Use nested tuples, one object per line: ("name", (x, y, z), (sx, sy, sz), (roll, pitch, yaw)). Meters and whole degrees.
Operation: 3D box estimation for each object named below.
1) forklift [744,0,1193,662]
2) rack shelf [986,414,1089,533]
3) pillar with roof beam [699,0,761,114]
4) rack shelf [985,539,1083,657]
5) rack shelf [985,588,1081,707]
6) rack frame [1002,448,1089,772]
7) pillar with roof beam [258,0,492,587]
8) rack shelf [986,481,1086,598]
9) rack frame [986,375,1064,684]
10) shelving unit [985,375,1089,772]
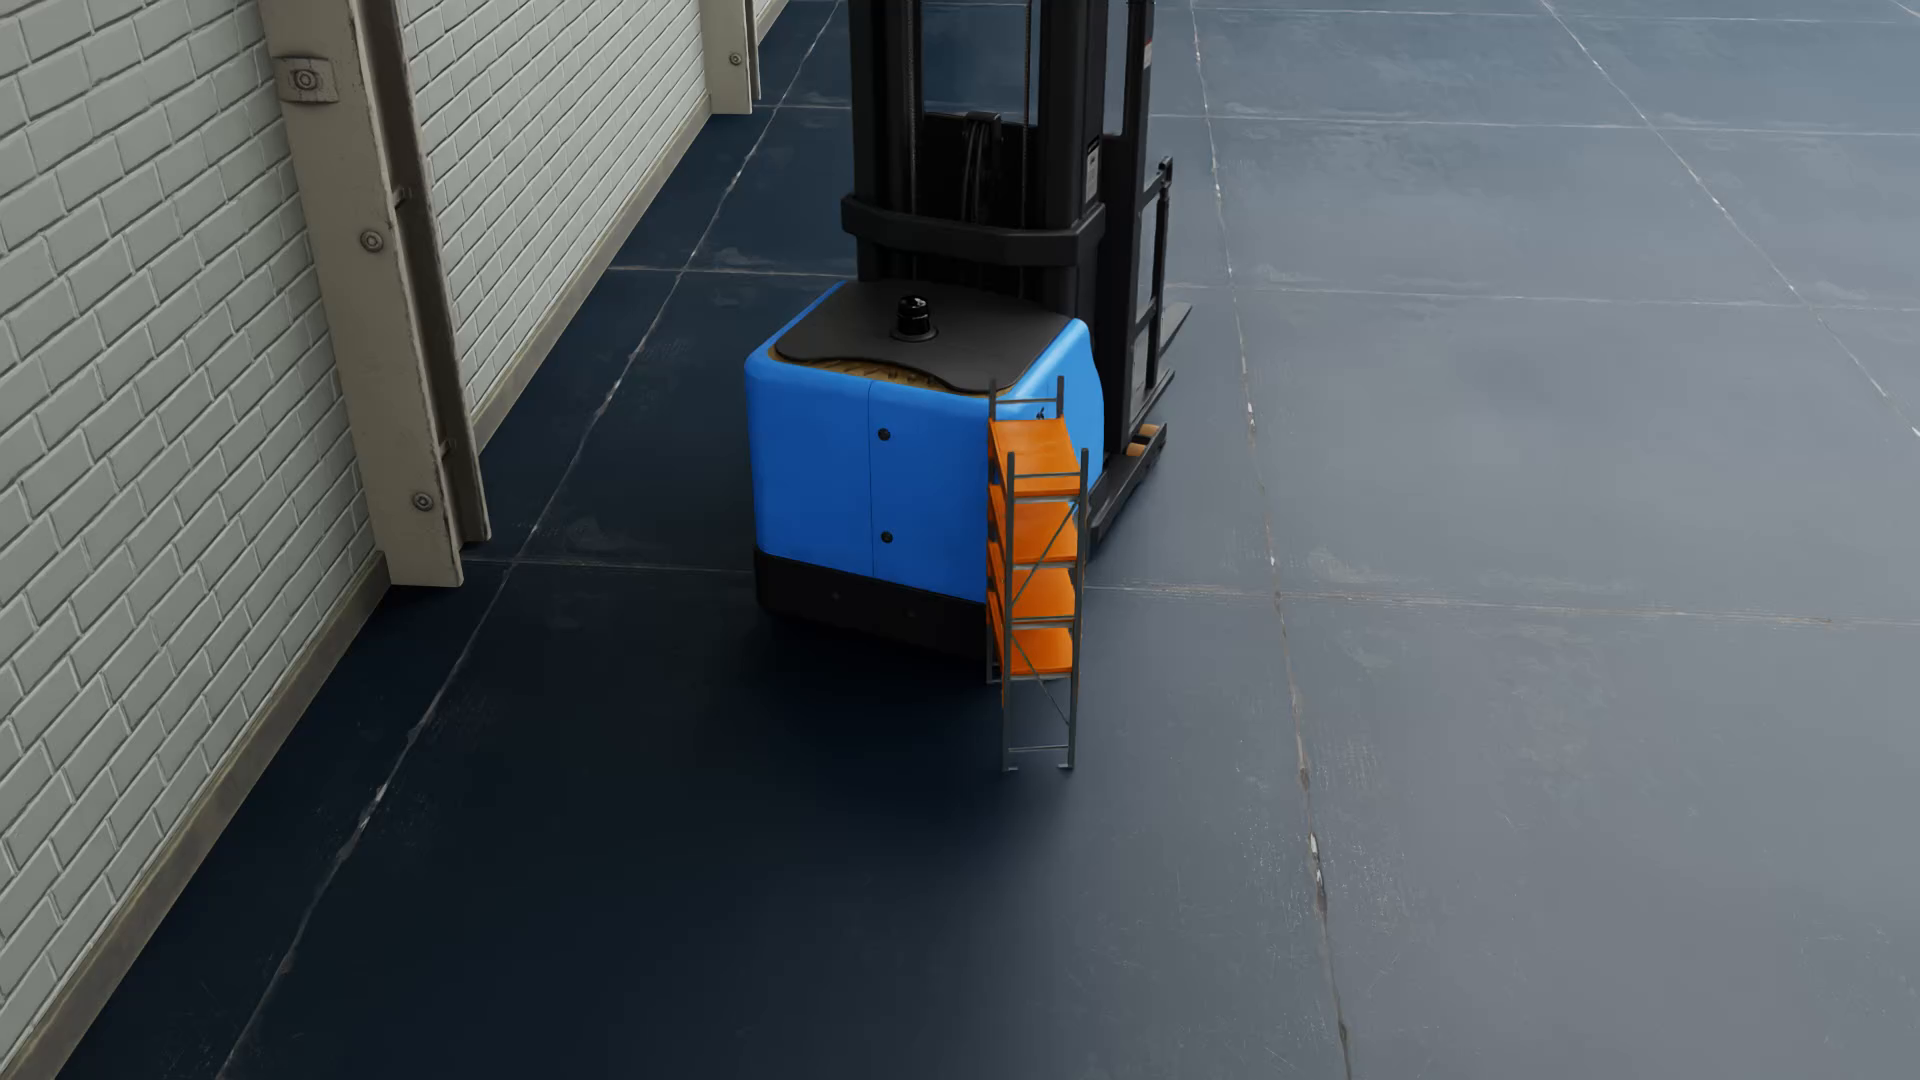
("forklift", (0.264, -1.574, 6.511), (1.130, 2.935, 3.031), (12, 34, 19))
("rack shelf", (0.236, -0.214, 5.205), (0.258, 0.148, 0.480), (-3, 32, -5))
("pillar with roof beam", (2.699, -6.712, 9.064), (9.100, 9.000, 0.400), (2, 32, 4))
("rack shelf", (0.236, 0.178, 5.447), (0.258, 0.148, 0.480), (-3, 32, -5))
("rack shelf", (0.236, 0.347, 5.551), (0.258, 0.148, 0.480), (-3, 32, -5))
("rack frame", (0.259, 0.248, 5.204), (0.240, 1.200, 0.015), (-3, 32, -5))
("pillar with roof beam", (2.211, -3.575, 3.973), (9.100, 9.000, 0.400), (2, 32, 4))
("rack shelf", (0.236, -0.013, 5.329), (0.258, 0.148, 0.480), (-3, 32, -5))
("rack frame", (0.213, -0.007, 5.618), (0.240, 1.200, 0.015), (-3, 32, -5))
("shelving unit", (0.236, 0.120, 5.411), (0.258, 1.200, 0.503), (-3, 32, -5))
